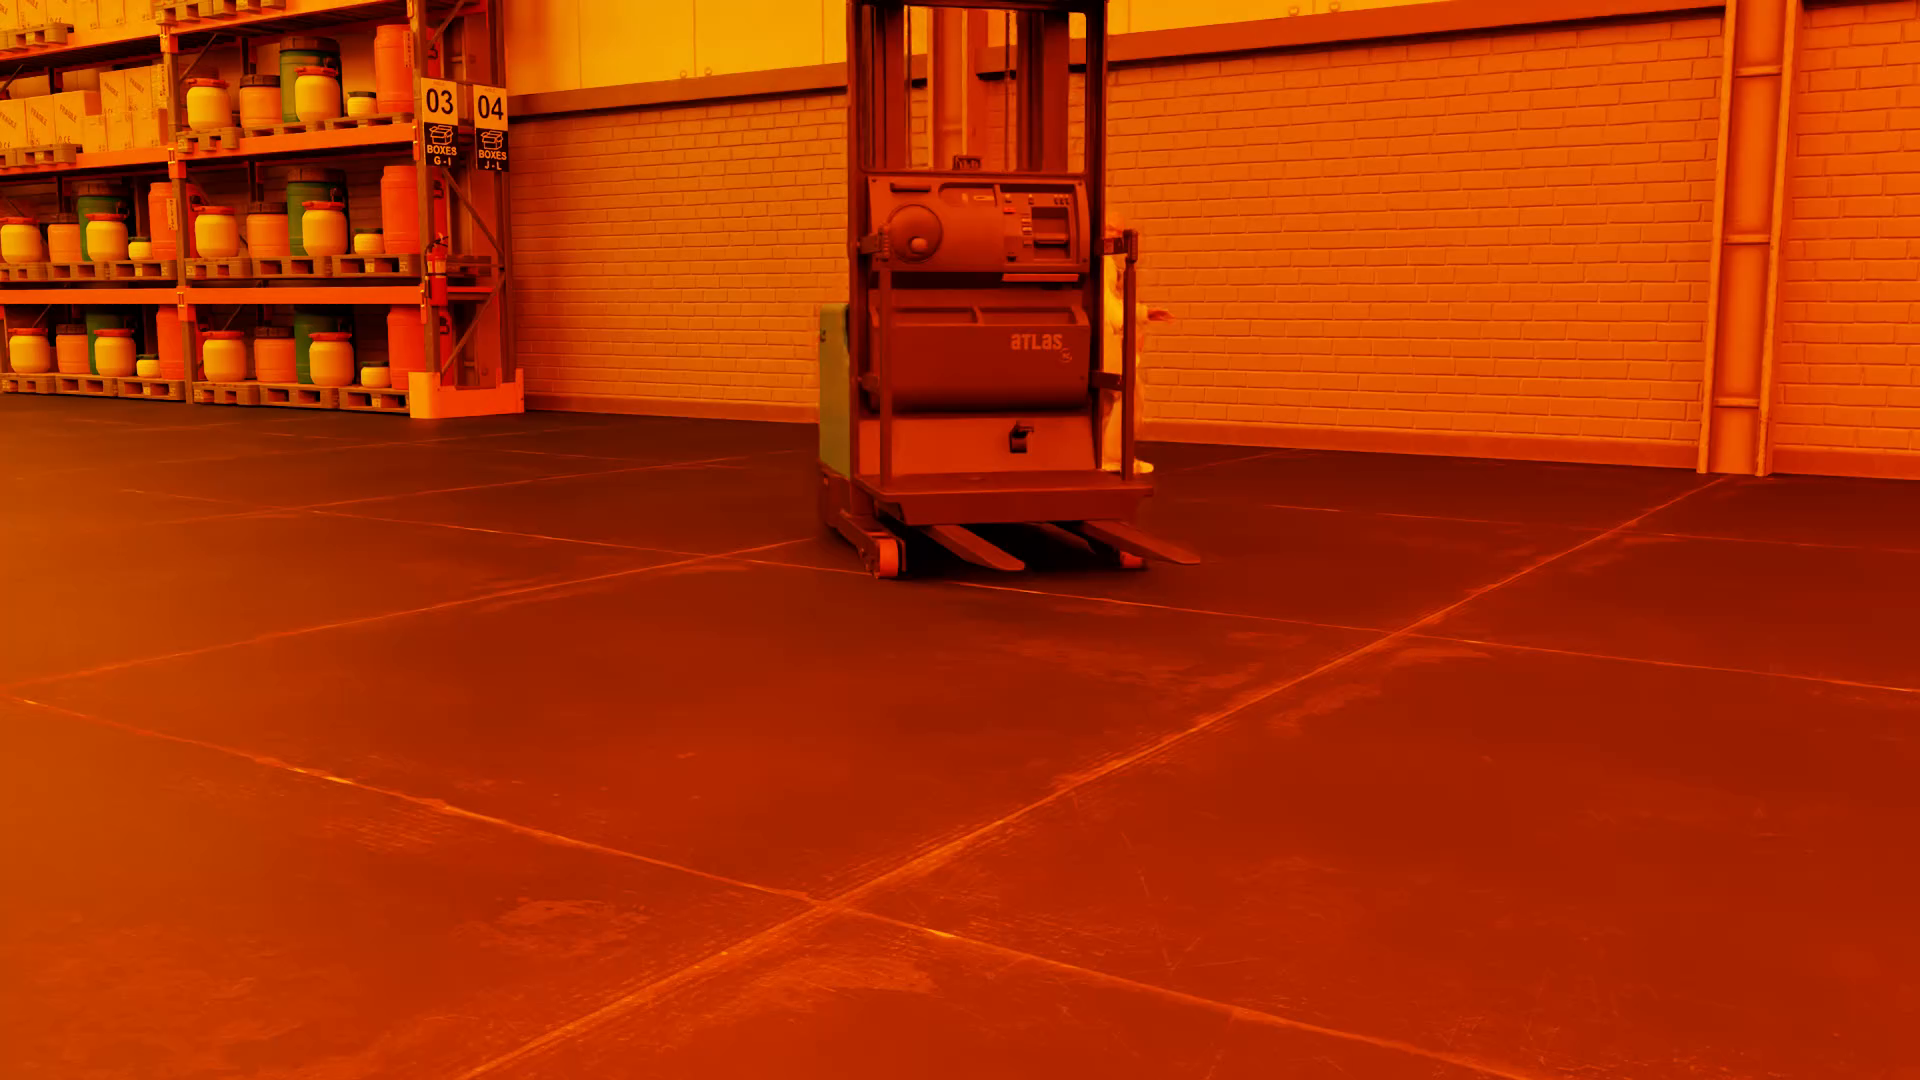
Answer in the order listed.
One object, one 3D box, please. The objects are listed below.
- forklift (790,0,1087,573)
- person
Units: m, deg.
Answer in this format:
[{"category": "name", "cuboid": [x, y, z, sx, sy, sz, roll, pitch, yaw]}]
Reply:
[{"category": "forklift", "cuboid": [-0.064, -1.366, 6.796, 1.130, 2.935, 3.031, 1, 8, 6]}, {"category": "person", "cuboid": [0.983, -1.313, 10.709, 0.549, 1.742, 0.787, 1, 8, 4]}]
